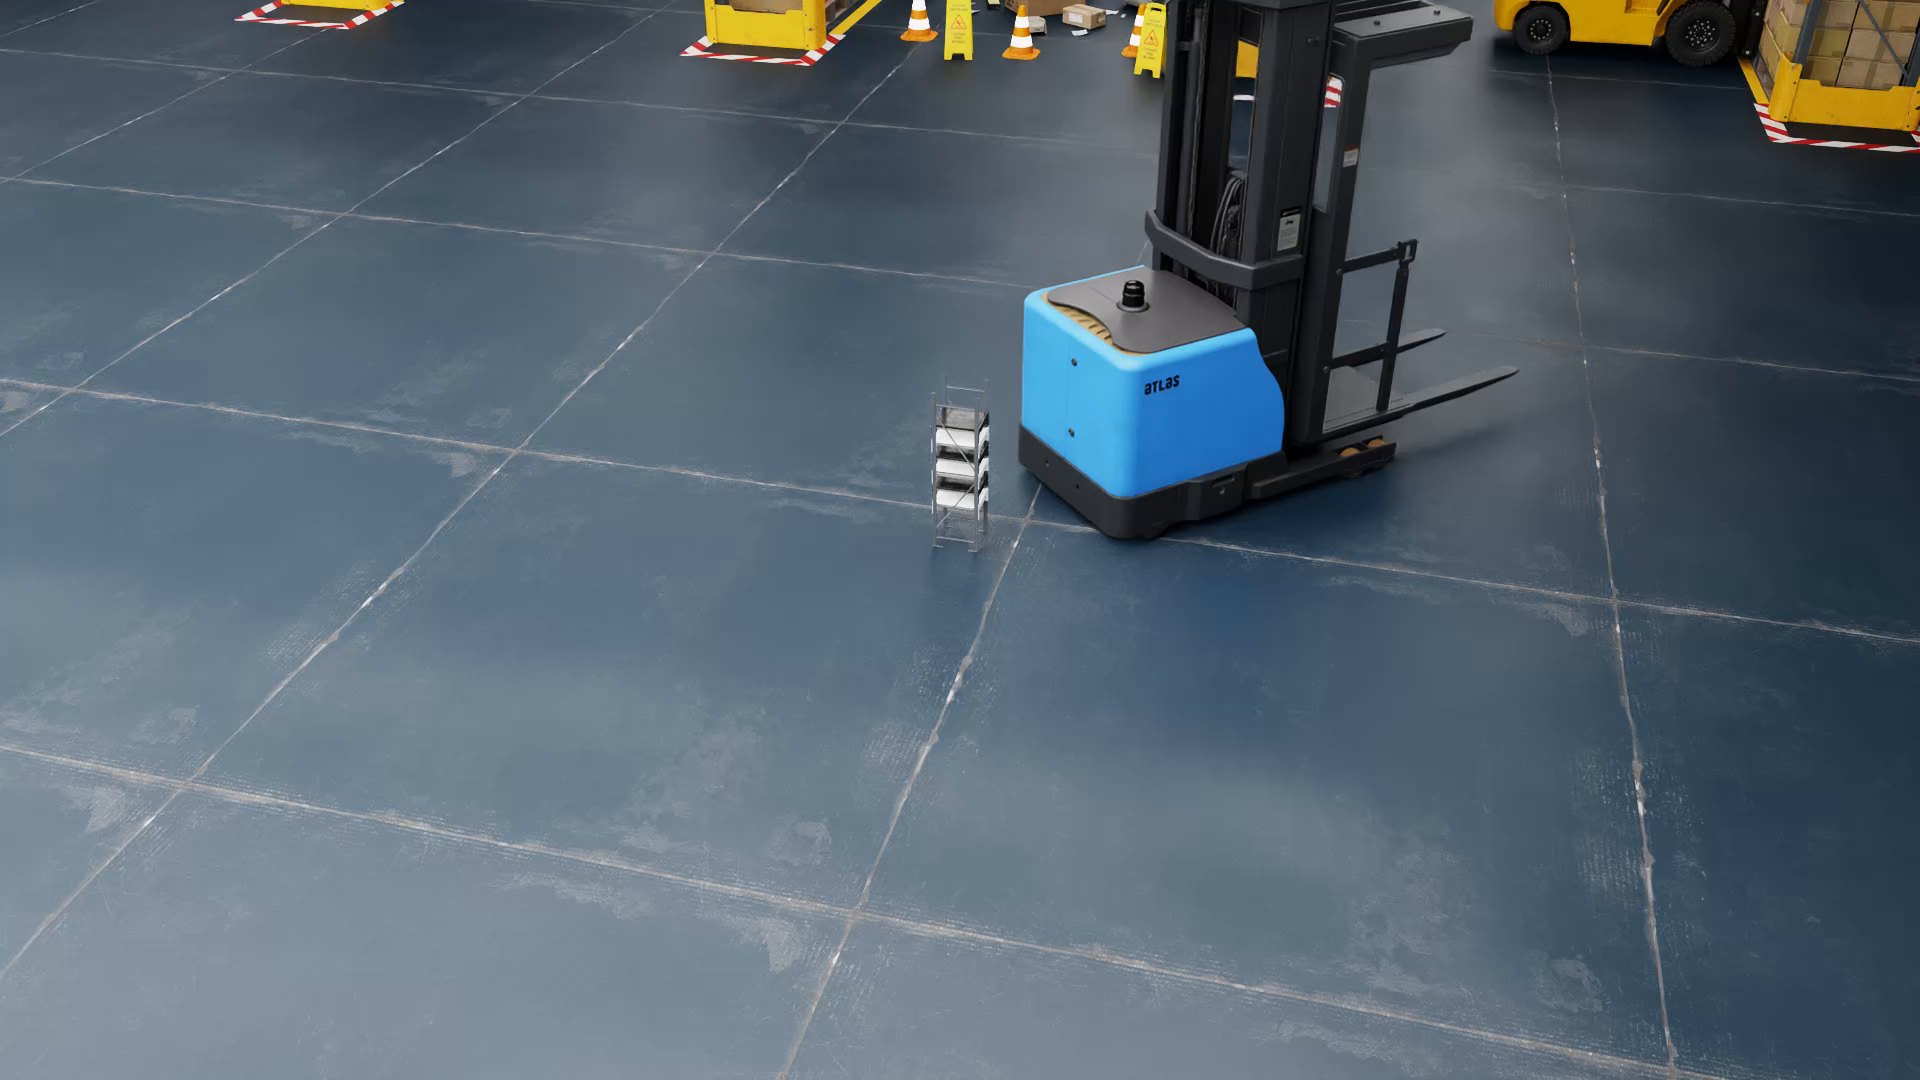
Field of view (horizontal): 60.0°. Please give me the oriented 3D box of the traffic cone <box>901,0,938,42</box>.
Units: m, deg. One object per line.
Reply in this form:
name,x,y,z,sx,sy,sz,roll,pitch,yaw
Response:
traffic cone,-0.408,-5.253,16.582,0.336,0.463,0.334,8,33,12

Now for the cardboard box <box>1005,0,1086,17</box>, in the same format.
cardboard box,0.894,-5.823,17.441,0.797,0.503,0.637,-14,35,-21

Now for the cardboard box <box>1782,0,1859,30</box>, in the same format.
cardboard box,7.515,-4.667,14.534,0.500,0.250,0.500,9,34,14

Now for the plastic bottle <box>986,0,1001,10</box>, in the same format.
plastic bottle,0.350,-5.700,17.659,0.133,0.061,0.283,-3,33,-4

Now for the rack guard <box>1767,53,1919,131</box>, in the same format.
rack guard,7.694,-3.879,14.386,1.175,0.500,0.348,8,33,12

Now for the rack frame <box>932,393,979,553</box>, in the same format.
rack frame,-0.024,-0.331,8.432,0.240,0.900,0.006,8,33,12

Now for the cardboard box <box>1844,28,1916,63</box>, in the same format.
cardboard box,8.020,-4.390,14.565,0.500,0.250,0.500,9,33,13

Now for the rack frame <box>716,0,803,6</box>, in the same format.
rack frame,-1.916,-6.242,15.772,1.000,3.000,0.127,8,33,12

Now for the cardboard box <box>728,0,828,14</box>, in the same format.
cardboard box,-1.808,-5.883,16.798,0.875,0.875,0.875,8,33,13

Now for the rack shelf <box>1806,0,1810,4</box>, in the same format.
rack shelf,8.207,-5.681,15.560,1.077,0.370,4.000,8,33,12

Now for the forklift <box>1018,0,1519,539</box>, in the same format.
forklift,1.860,-1.812,8.869,3.031,2.935,1.130,-17,36,-25

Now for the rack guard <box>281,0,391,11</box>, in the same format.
rack guard,-6.669,-5.954,17.650,1.175,0.500,0.348,8,33,12

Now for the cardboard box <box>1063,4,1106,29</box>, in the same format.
cardboard box,1.276,-5.372,17.062,0.380,0.149,0.250,28,42,36

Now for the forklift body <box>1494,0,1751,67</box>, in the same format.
forklift body,6.416,-5.821,15.901,2.313,2.155,1.214,8,33,12

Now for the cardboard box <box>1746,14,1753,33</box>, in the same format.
cardboard box,7.894,-5.038,16.050,0.500,0.250,0.500,9,34,14

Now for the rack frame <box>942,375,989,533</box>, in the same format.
rack frame,0.028,-0.437,8.598,0.240,0.900,0.006,8,33,12

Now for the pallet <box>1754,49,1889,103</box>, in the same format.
pallet,7.853,-4.172,15.116,1.003,0.211,1.213,8,33,12

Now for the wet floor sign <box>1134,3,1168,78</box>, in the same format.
wet floor sign,1.814,-4.674,15.501,0.267,0.644,0.232,20,38,29

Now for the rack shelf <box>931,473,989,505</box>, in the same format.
rack shelf,0.002,-0.280,8.581,0.258,0.077,0.200,8,33,12

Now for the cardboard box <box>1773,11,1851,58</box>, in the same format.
cardboard box,7.521,-4.469,14.690,0.500,0.250,0.500,8,33,12

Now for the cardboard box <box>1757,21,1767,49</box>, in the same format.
cardboard box,7.784,-4.765,15.621,0.500,0.250,0.500,8,33,13

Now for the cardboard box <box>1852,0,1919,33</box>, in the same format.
cardboard box,8.005,-4.609,14.443,0.500,0.250,0.500,8,33,12

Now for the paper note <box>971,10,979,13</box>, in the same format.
paper note,0.113,-5.549,17.452,0.144,0.017,0.142,20,38,29

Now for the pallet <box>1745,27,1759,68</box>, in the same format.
pallet,8.165,-4.803,16.109,1.003,0.211,1.213,8,33,12

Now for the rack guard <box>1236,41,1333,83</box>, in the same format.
rack guard,2.917,-4.605,15.527,1.175,0.500,0.348,8,33,12

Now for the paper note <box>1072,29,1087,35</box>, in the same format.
paper note,1.212,-5.129,16.789,0.148,0.019,0.142,-3,33,-4

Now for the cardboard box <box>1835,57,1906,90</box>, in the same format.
cardboard box,8.013,-4.192,14.719,0.500,0.250,0.500,8,33,13

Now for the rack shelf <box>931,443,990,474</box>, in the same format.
rack shelf,0.002,-0.432,8.485,0.258,0.077,0.200,8,33,12

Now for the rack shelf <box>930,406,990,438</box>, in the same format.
rack shelf,0.002,-0.584,8.388,0.258,0.077,0.200,8,33,12

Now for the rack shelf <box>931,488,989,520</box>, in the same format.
rack shelf,0.002,-0.204,8.630,0.258,0.077,0.200,8,33,12

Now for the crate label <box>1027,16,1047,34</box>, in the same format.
crate label,0.738,-5.202,16.805,0.250,0.136,0.298,-8,33,-13

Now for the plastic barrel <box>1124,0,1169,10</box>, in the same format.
plastic barrel,1.957,-5.811,17.496,0.421,0.421,0.512,-21,38,-29

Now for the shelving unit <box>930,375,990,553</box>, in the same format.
shelving unit,0.002,-0.384,8.515,0.258,0.900,0.210,8,33,12

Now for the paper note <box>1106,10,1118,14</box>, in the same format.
paper note,1.573,-5.544,17.454,0.148,0.019,0.142,20,38,29

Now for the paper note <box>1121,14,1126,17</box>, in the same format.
paper note,1.704,-5.470,17.344,0.032,0.001,0.123,8,33,12

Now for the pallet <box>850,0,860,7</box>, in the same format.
pallet,-1.477,-6.122,18.183,1.003,0.211,1.213,8,33,12

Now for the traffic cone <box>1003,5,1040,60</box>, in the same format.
traffic cone,0.599,-4.923,16.063,0.336,0.463,0.334,8,33,12

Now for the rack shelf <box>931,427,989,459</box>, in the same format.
rack shelf,0.002,-0.508,8.437,0.258,0.077,0.200,8,33,12

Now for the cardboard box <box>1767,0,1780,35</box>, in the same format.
cardboard box,7.658,-4.728,15.097,0.500,0.250,0.500,8,33,12

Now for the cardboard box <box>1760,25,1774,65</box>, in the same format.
cardboard box,7.649,-4.507,15.215,0.500,0.250,0.500,8,33,12

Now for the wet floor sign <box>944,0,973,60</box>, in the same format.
wet floor sign,-0.008,-4.964,15.956,0.267,0.644,0.232,3,33,4

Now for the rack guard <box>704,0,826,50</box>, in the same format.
rack guard,-1.922,-5.174,16.423,1.175,0.500,0.348,8,33,12

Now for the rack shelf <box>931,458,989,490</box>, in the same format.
rack shelf,0.002,-0.356,8.533,0.258,0.077,0.200,8,33,12

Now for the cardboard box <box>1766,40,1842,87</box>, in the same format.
cardboard box,7.513,-4.250,14.811,0.500,0.250,0.500,8,33,13

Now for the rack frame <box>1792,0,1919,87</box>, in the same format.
rack frame,7.700,-4.946,13.735,1.000,3.000,0.127,8,33,12

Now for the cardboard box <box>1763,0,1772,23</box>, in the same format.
cardboard box,7.769,-4.999,15.523,0.500,0.250,0.500,7,33,11

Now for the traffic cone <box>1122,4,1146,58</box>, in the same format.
traffic cone,1.759,-4.948,16.103,0.336,0.463,0.334,8,33,12

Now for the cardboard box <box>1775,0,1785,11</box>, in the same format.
cardboard box,7.639,-4.932,14.952,0.500,0.250,0.500,9,33,13

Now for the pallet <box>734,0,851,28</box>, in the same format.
pallet,-1.789,-5.491,17.190,1.003,0.211,1.213,8,33,12
